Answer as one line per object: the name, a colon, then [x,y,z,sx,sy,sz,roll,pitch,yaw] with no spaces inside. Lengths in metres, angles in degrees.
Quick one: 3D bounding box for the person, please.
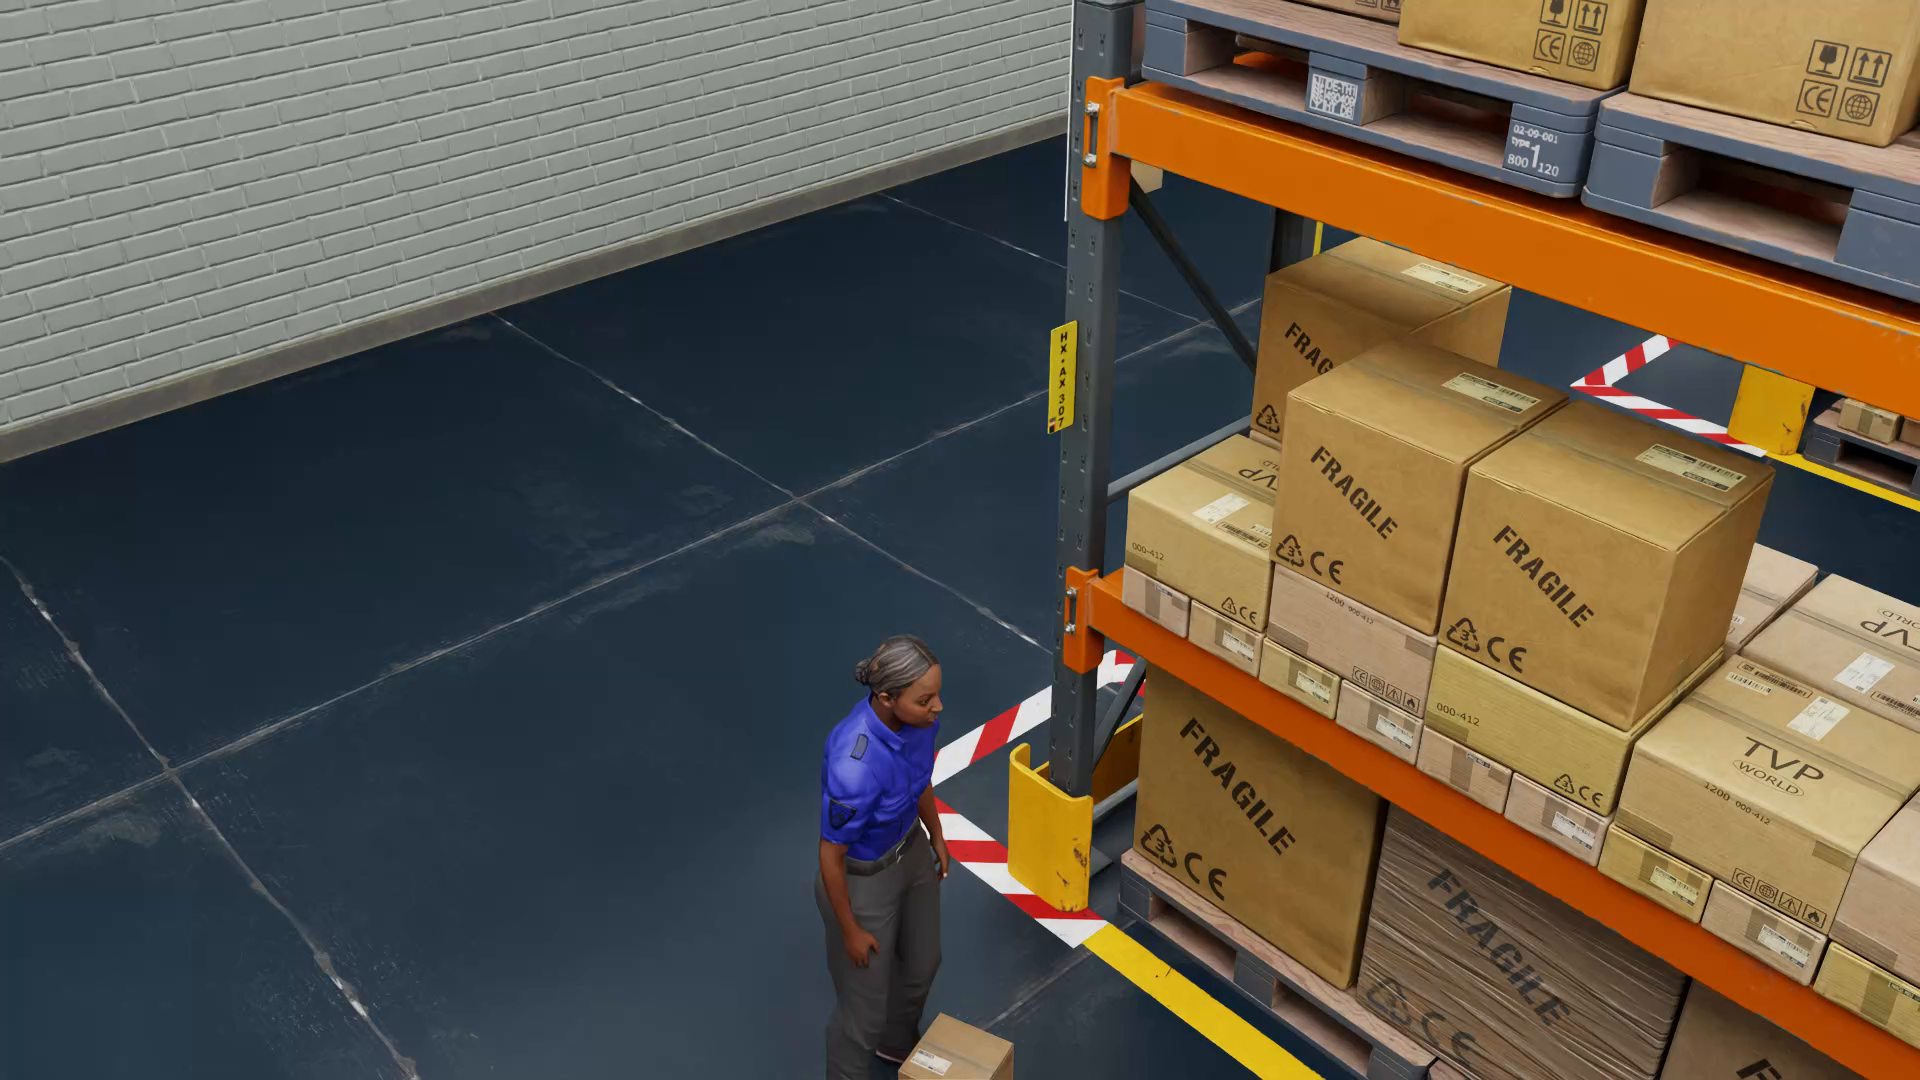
person: [-0.209,0.952,4.613,0.346,1.656,0.531,18,36,26]
